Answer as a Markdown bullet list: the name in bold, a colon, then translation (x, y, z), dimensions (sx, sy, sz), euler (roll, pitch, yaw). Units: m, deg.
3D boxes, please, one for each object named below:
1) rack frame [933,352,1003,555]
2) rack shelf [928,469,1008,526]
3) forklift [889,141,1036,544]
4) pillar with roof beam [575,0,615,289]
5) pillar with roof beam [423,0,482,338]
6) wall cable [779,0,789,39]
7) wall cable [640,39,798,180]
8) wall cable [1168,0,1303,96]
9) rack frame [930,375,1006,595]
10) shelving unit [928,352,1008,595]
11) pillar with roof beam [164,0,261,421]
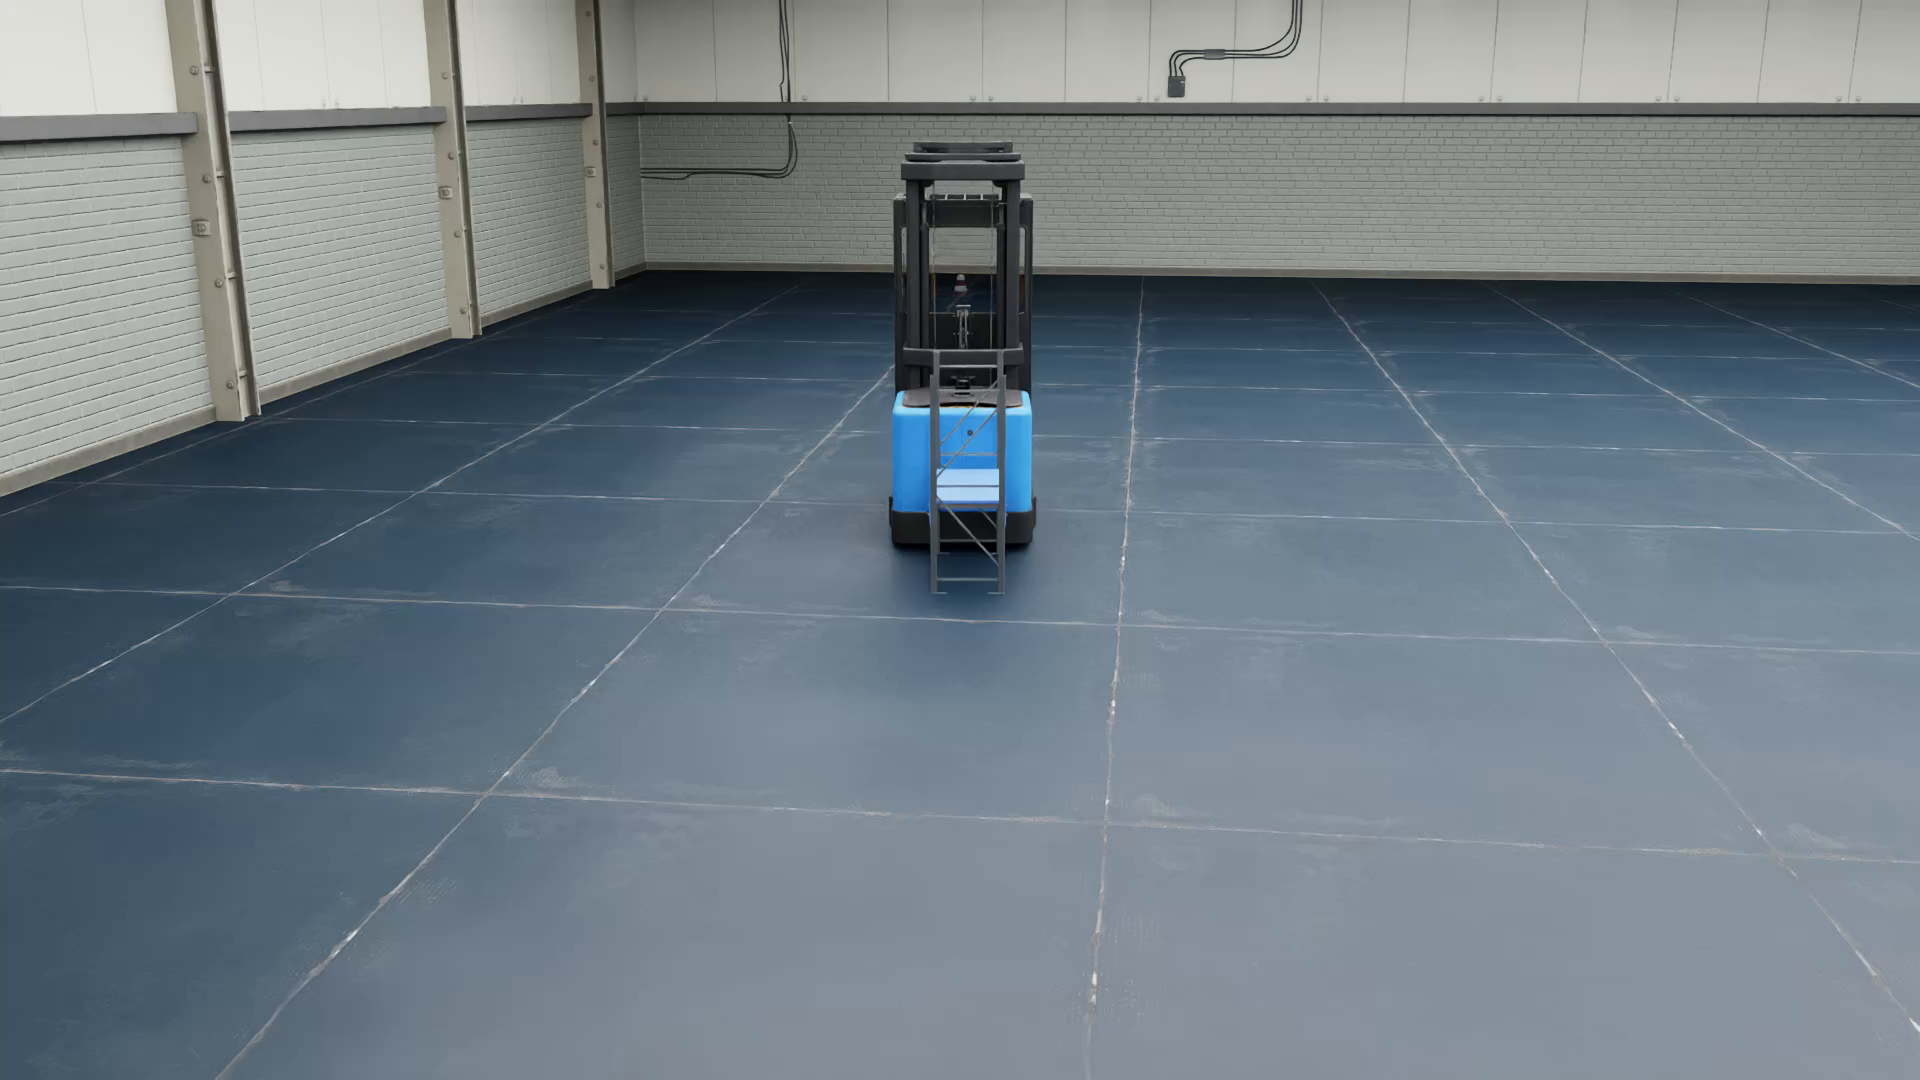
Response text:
- **rack frame**: translation (0.060, -0.620, 12.082), dimensions (0.500, 1.500, 0.032), euler (0, 15, 0)
- **rack shelf**: translation (0.056, -0.314, 11.638), dimensions (0.538, 0.185, 1.000), euler (0, 15, 0)
- **forklift**: translation (0.027, -1.714, 13.387), dimensions (1.130, 2.935, 3.031), euler (0, 15, 0)
- **pillar with roof beam**: translation (-1.928, -8.613, 27.275), dimensions (9.100, 9.000, 0.400), euler (2, 15, 6)
- **pillar with roof beam**: translation (-2.605, -7.057, 21.520), dimensions (9.100, 9.000, 0.400), euler (2, 15, 6)
- **wall cable**: translation (-1.872, -10.324, 29.877), dimensions (3.097, 2.526, 0.112), euler (2, 15, 6)
- **wall cable**: translation (-4.560, -7.966, 30.831), dimensions (3.097, 2.526, 0.112), euler (2, 15, 6)
- **wall cable**: translation (4.871, -10.823, 28.932), dimensions (2.305, 6.003, 0.169), euler (2, 15, 6)
- **rack frame**: translation (0.052, -0.355, 11.100), dimensions (0.500, 1.500, 0.032), euler (0, 15, 0)
- **shelving unit**: translation (0.056, -0.487, 11.591), dimensions (0.538, 1.500, 1.048), euler (0, 15, 0)
- **pillar with roof beam**: translation (-3.282, -5.501, 15.765), dimensions (9.100, 9.000, 0.400), euler (2, 15, 6)
